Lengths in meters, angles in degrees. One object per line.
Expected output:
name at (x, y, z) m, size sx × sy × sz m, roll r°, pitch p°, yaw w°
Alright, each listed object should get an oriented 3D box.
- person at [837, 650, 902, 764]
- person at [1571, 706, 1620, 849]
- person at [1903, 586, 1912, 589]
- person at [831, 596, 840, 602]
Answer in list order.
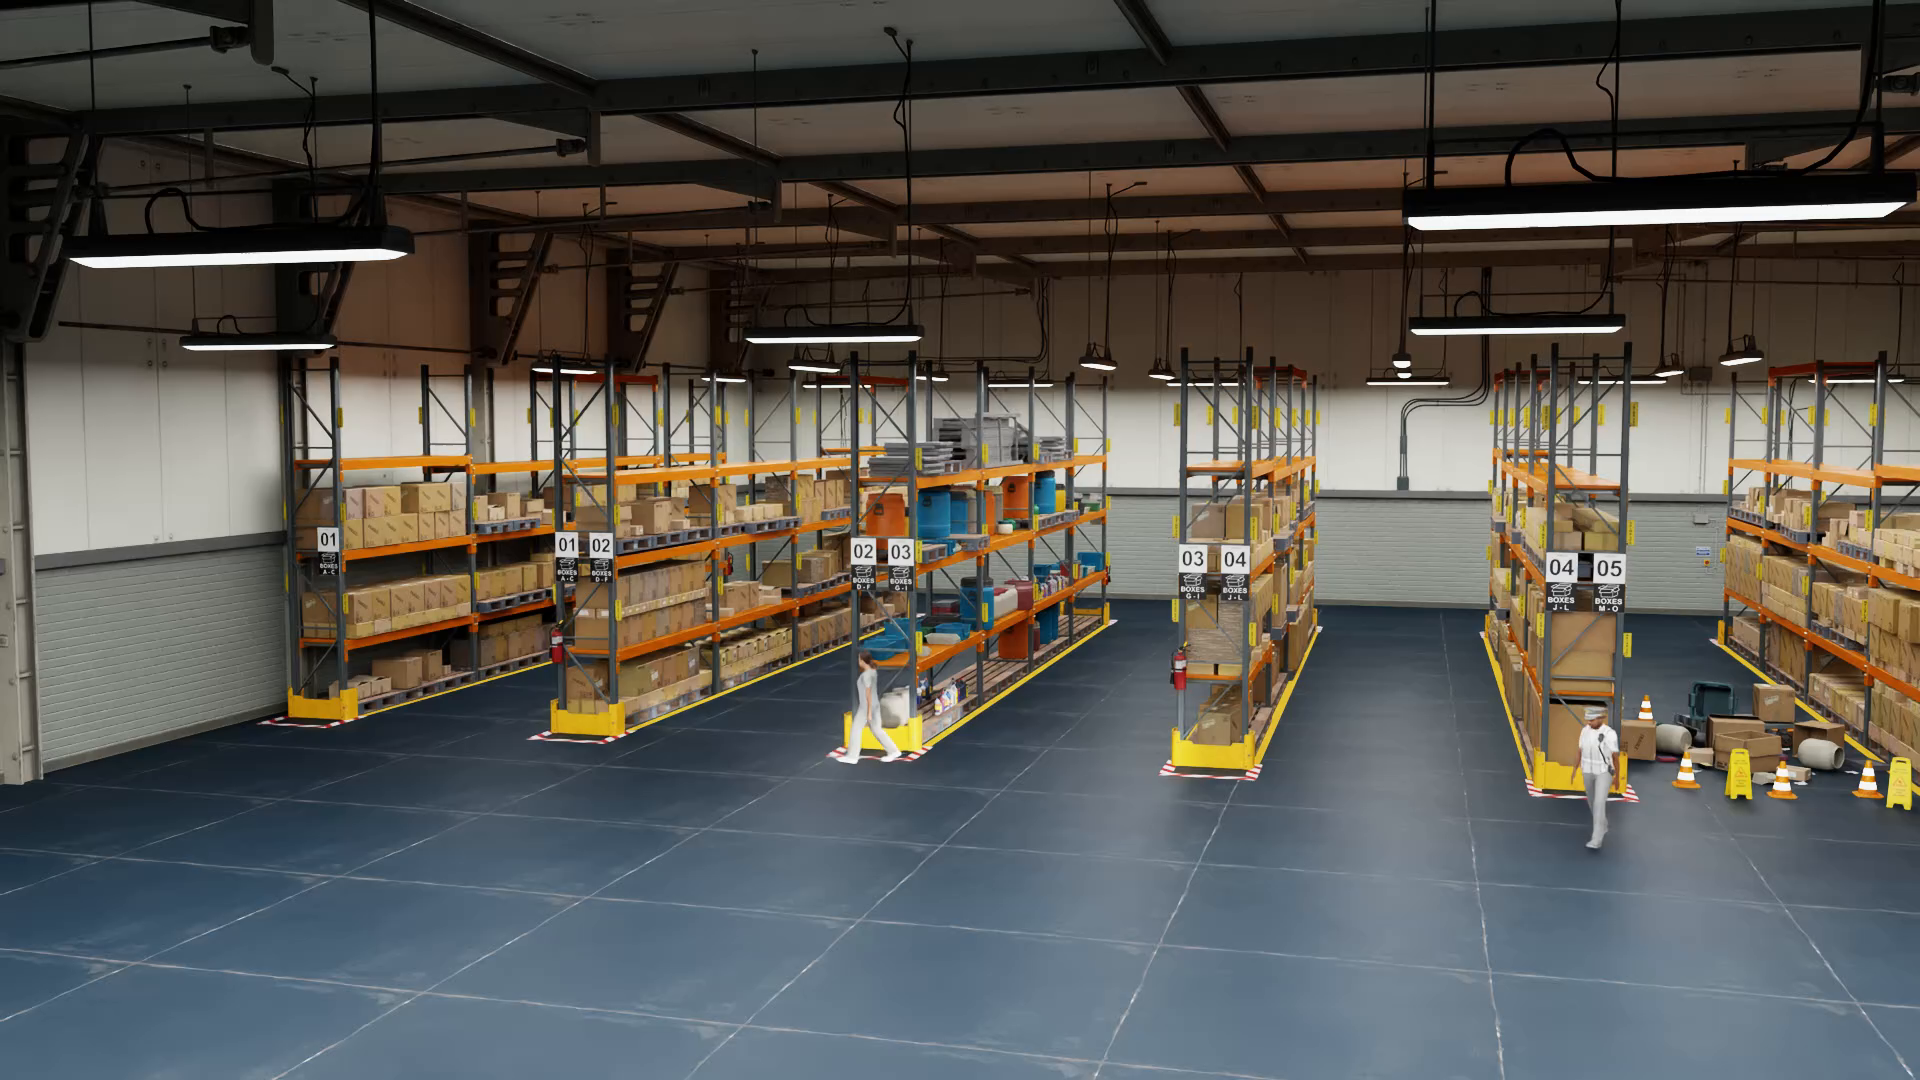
person at (-1.311, 2.420, 24.093) m, size 0.902 × 1.633 × 0.488 m, roll 1°, pitch 4°, yaw 15°
person at (7.461, 2.752, 19.537) m, size 0.877 × 1.614 × 0.488 m, roll -3°, pitch 5°, yaw -39°
person at (18.688, 1.715, 32.719) m, size 0.574 × 1.775 × 0.457 m, roll -1°, pitch 4°, yaw -19°
person at (-3.168, 1.105, 42.397) m, size 0.573 × 1.578 × 0.690 m, roll 2°, pitch 5°, yaw 27°
